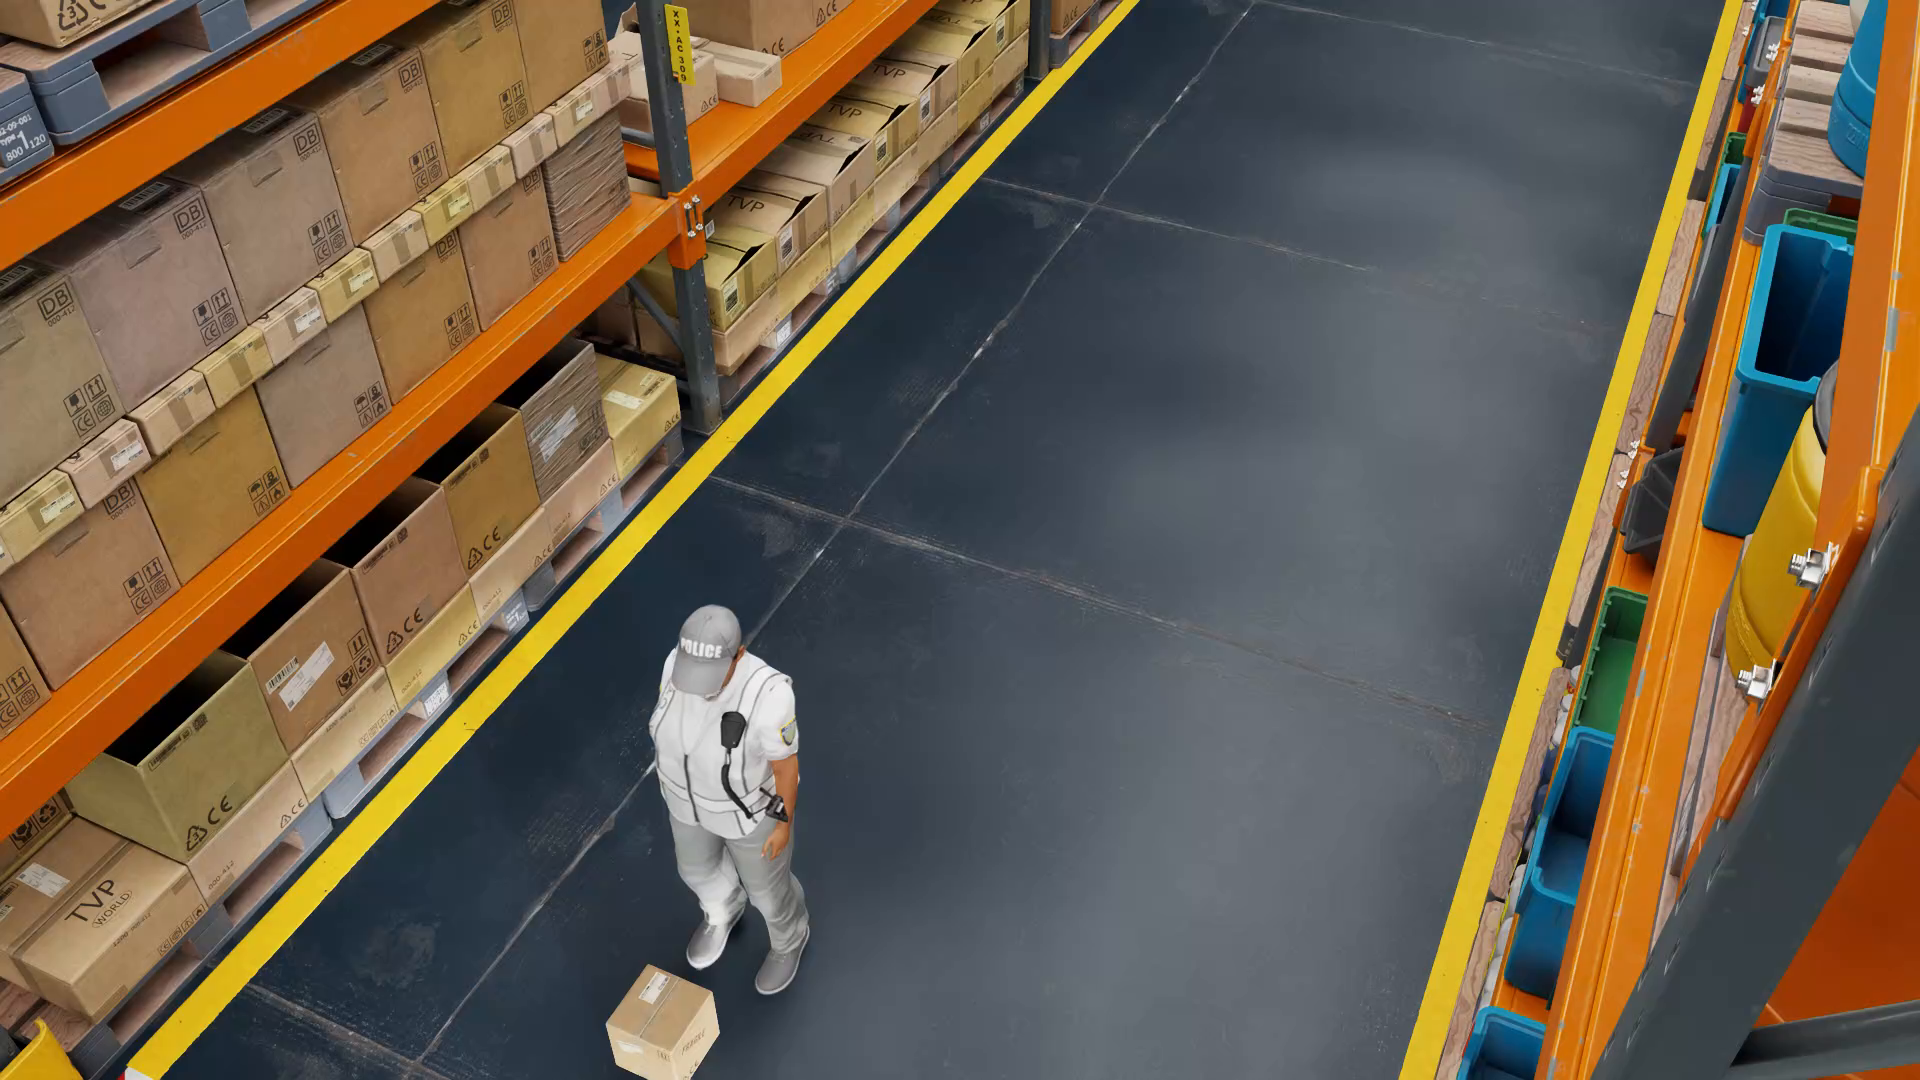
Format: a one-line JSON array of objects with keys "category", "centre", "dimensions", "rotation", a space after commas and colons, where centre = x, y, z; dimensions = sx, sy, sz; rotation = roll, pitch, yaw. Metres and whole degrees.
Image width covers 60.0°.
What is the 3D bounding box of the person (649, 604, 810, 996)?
[{"category": "person", "centre": [-0.716, 0.825, 5.263], "dimensions": [0.471, 1.662, 0.390], "rotation": [18, 45, 19]}]
